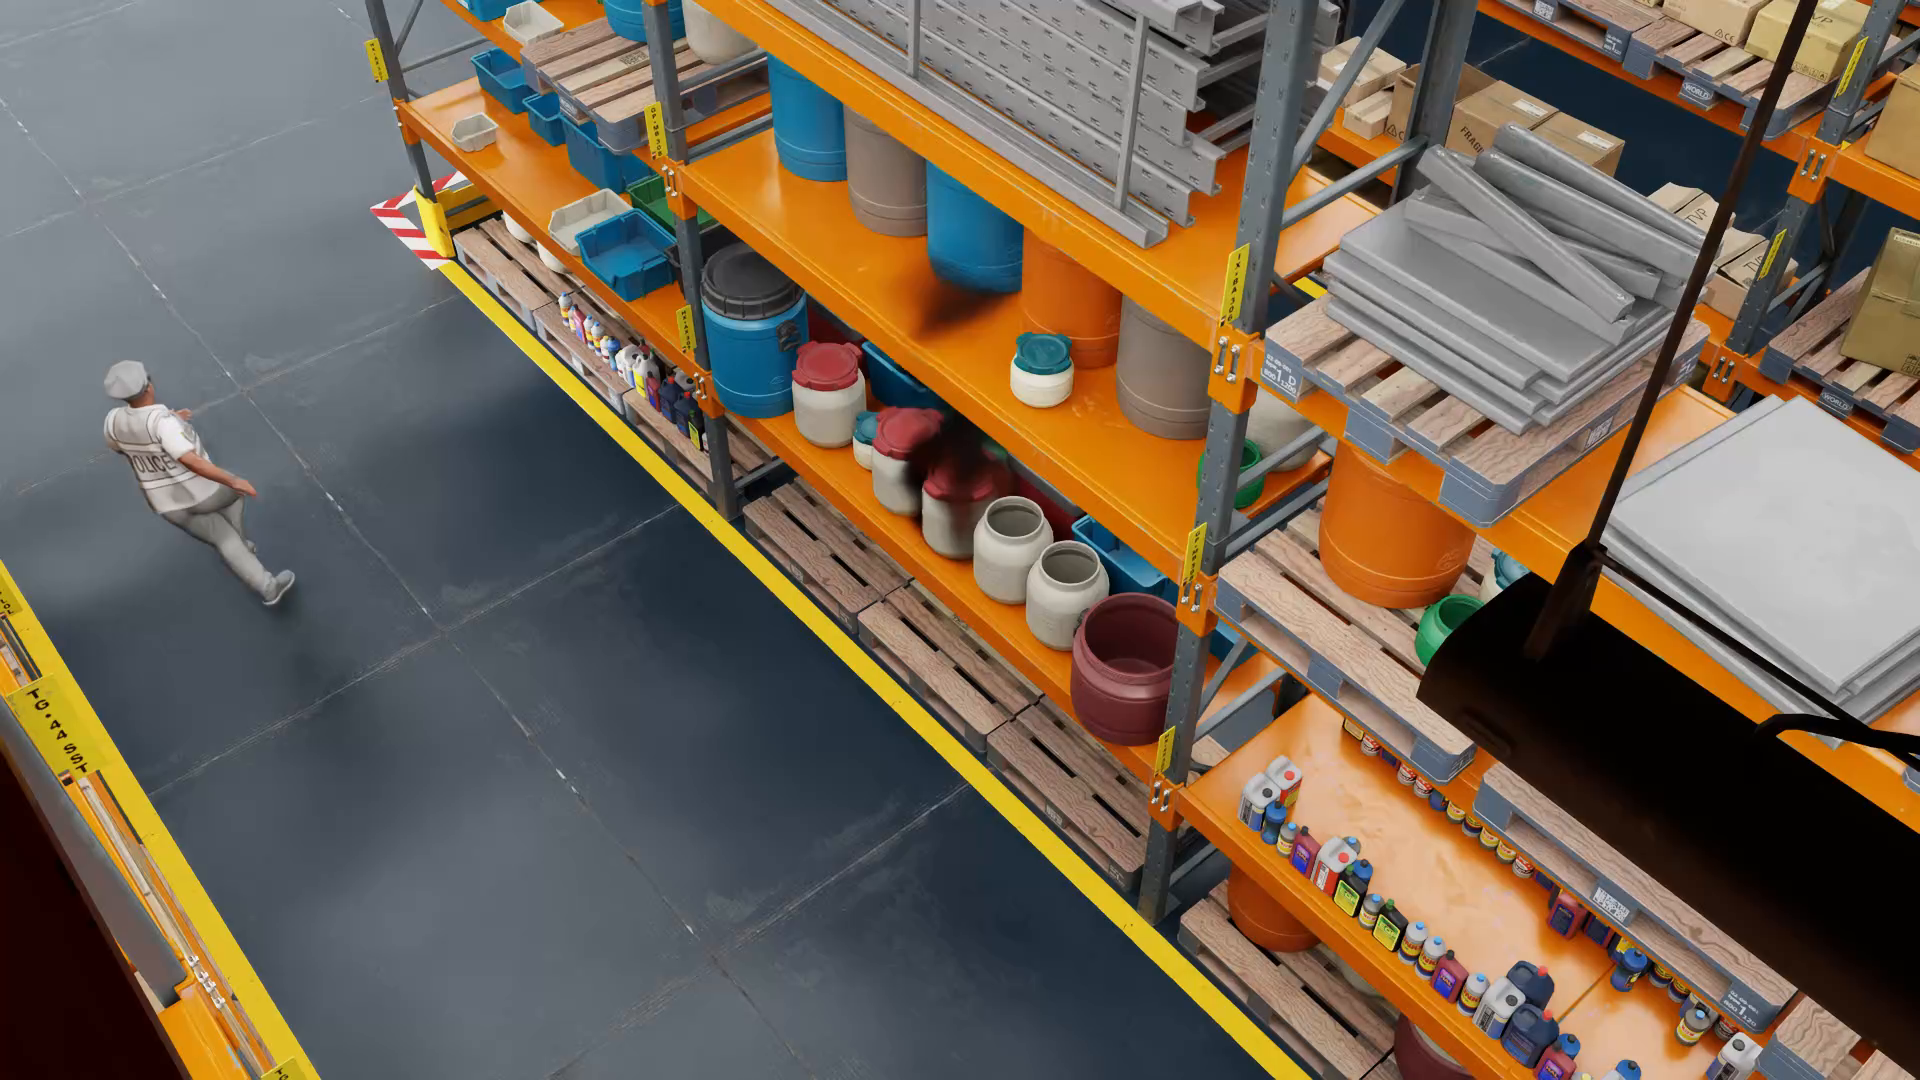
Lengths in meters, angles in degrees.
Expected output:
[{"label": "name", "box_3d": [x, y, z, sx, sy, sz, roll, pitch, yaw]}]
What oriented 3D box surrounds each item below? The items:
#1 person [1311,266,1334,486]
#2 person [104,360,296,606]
[{"label": "person", "box_3d": [2.464, -1.028, 10.506, 0.895, 1.649, 0.614, 22, 50, 19]}, {"label": "person", "box_3d": [-4.609, -0.338, 10.000, 0.793, 1.687, 0.721, -8, 47, -8]}]
